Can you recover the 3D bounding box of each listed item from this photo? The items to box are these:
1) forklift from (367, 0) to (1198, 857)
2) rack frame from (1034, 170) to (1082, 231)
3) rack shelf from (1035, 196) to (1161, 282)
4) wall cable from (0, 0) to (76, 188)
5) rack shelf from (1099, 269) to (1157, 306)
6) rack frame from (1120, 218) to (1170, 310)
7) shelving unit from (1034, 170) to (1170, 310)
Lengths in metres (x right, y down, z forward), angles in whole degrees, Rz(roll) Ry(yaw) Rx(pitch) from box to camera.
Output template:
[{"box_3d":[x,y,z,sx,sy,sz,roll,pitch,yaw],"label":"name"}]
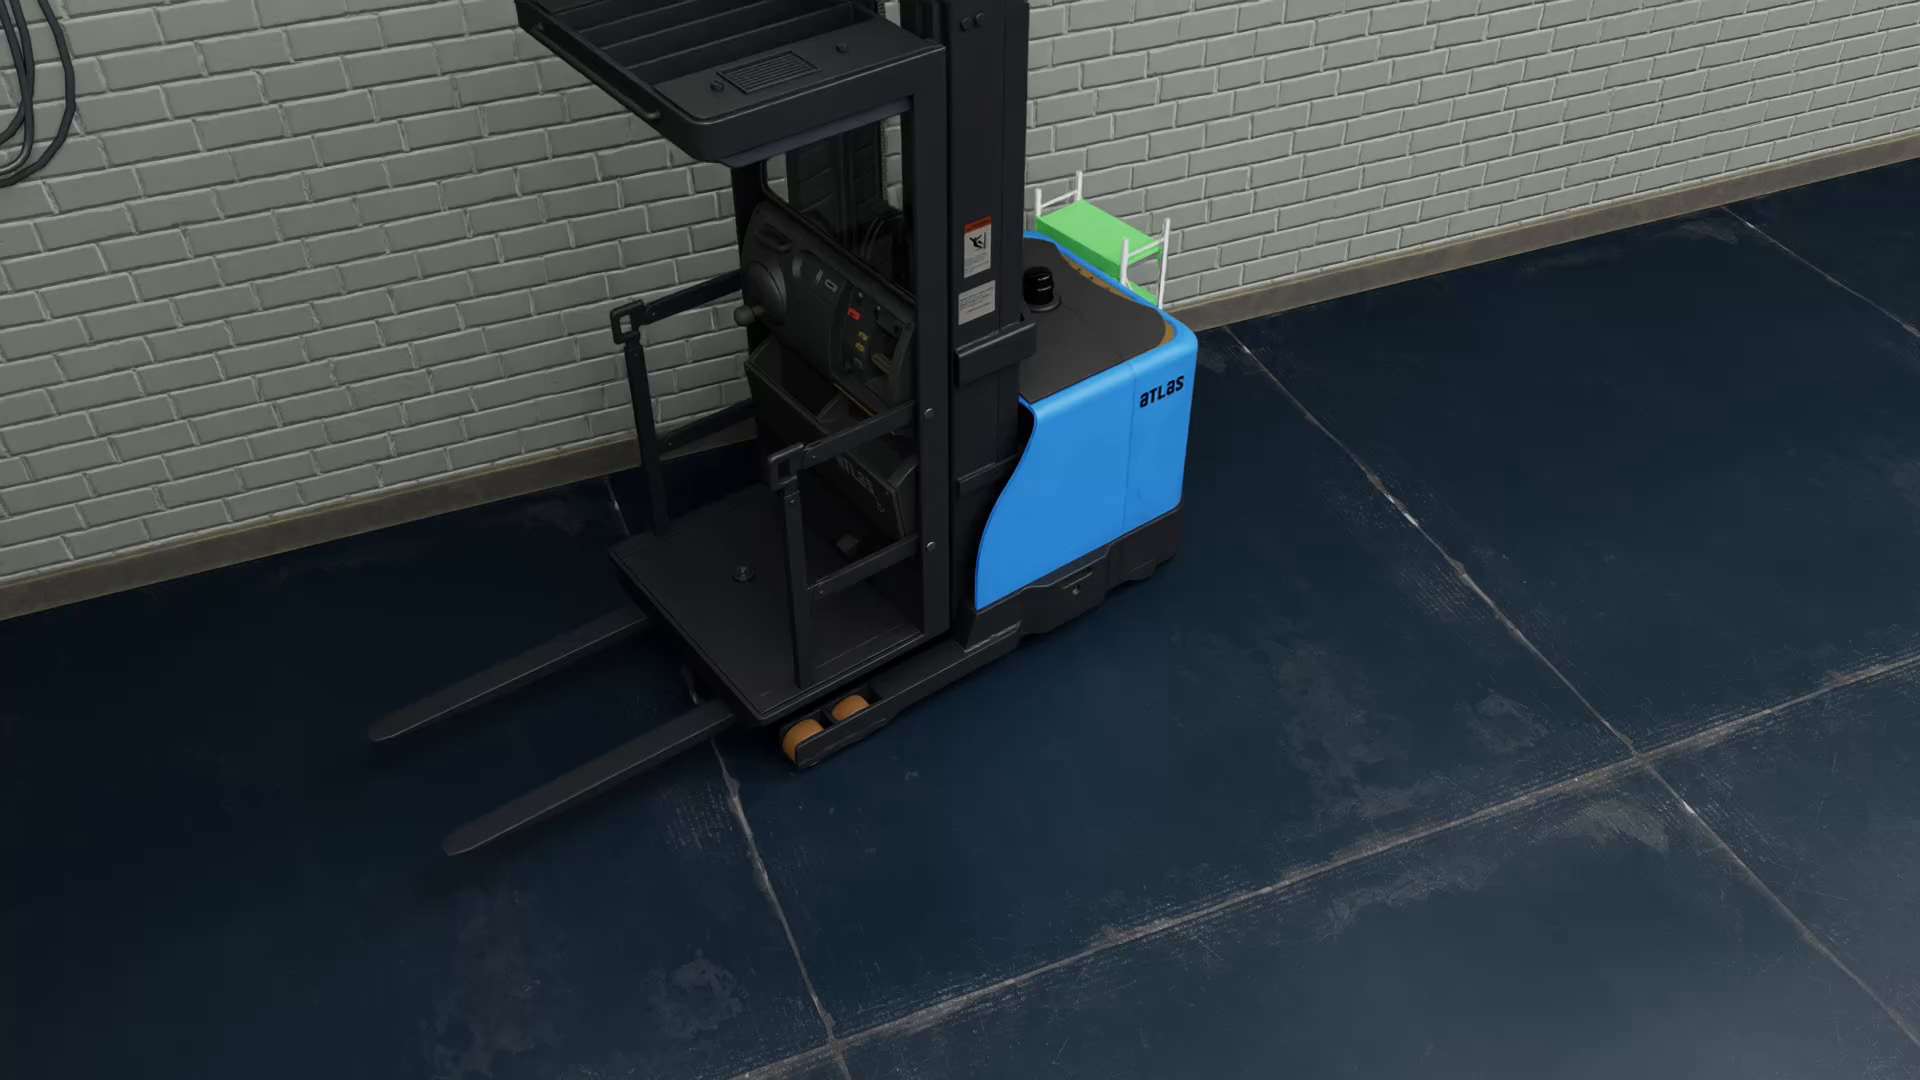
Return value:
[{"box_3d":[-0.609,-0.710,5.328,3.031,2.935,1.130,-26,47,-27],"label":"forklift"},{"box_3d":[0.390,-0.963,6.950,0.240,1.200,0.015,-29,48,-29],"label":"rack frame"},{"box_3d":[0.547,-1.157,6.537,0.258,0.148,0.480,-29,48,-29],"label":"rack shelf"},{"box_3d":[-4.245,-1.763,4.280,3.097,2.526,0.112,-15,43,-17],"label":"wall cable"},{"box_3d":[0.547,-0.975,6.693,0.258,0.148,0.480,-29,48,-29],"label":"rack shelf"},{"box_3d":[0.703,-0.719,6.666,0.240,1.200,0.015,-29,48,-29],"label":"rack frame"},{"box_3d":[0.547,-0.841,6.808,0.258,1.200,0.503,-29,48,-29],"label":"shelving unit"}]
